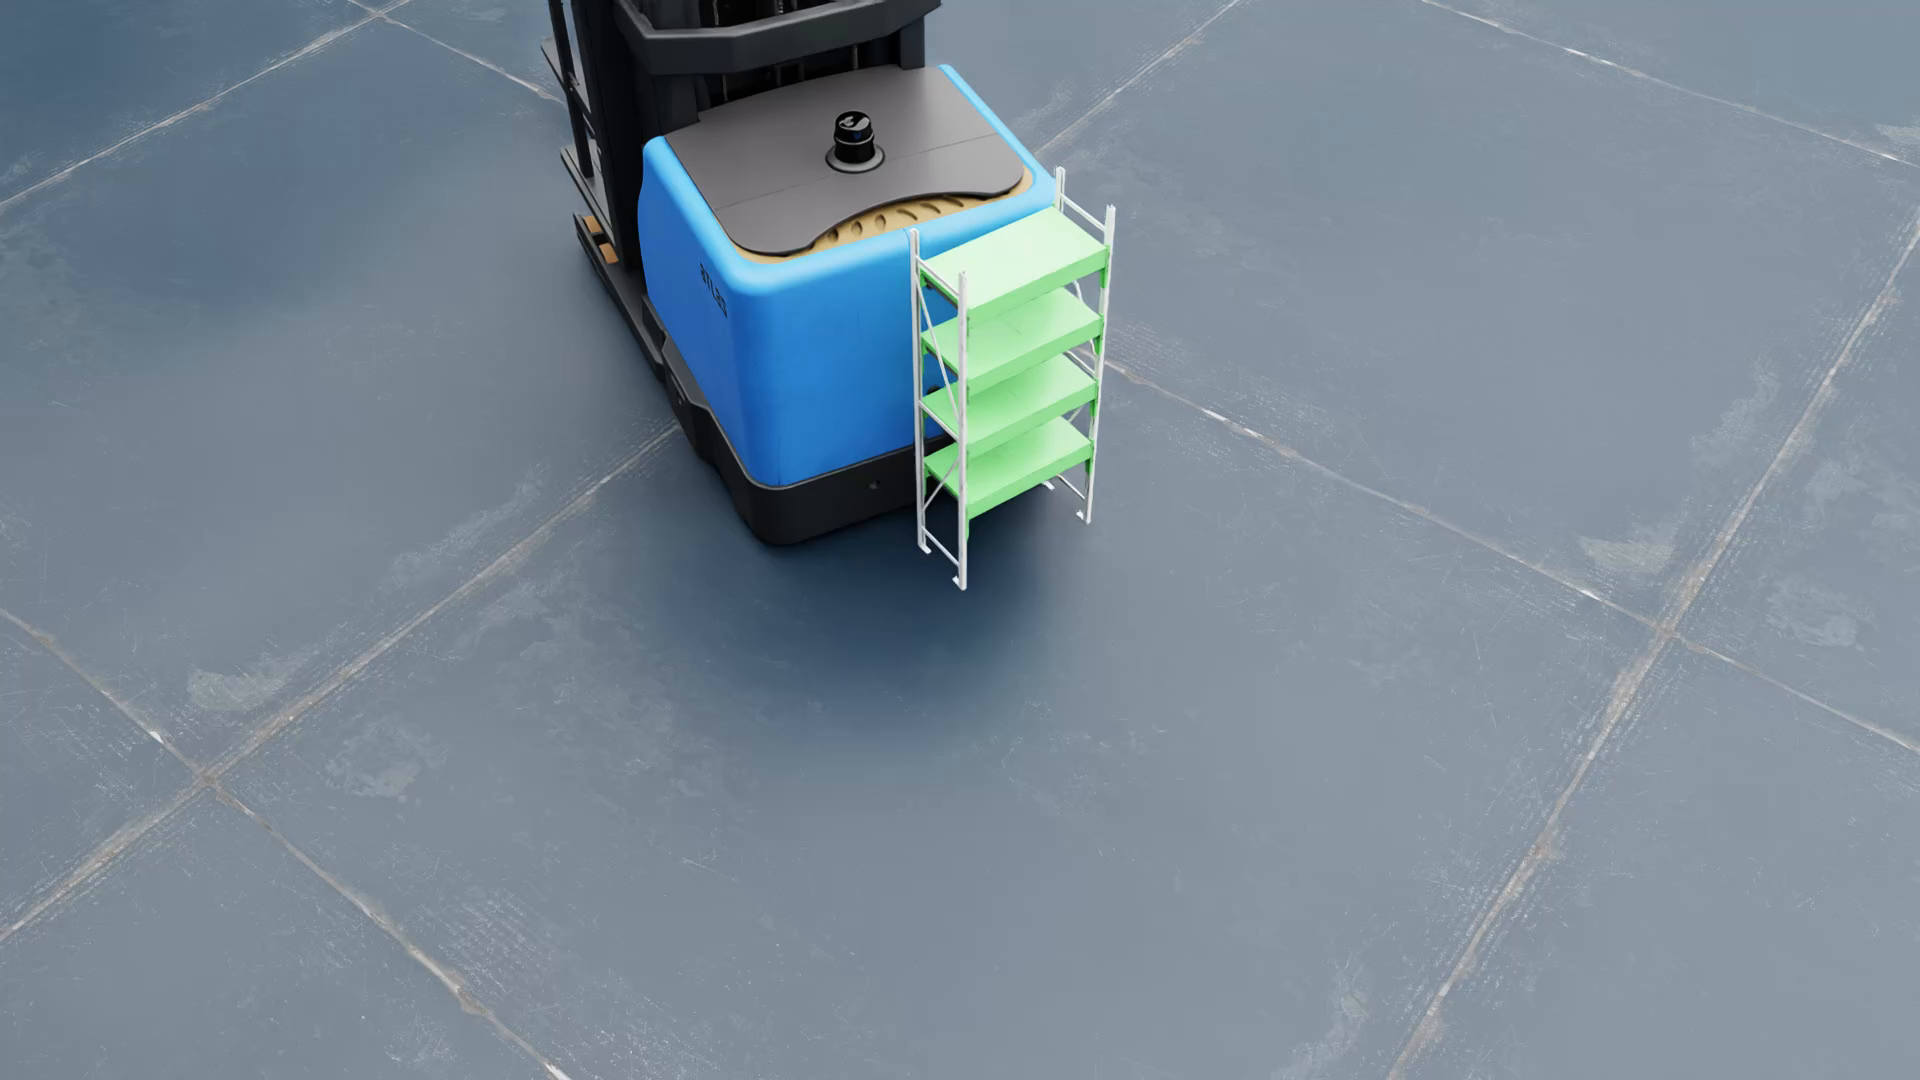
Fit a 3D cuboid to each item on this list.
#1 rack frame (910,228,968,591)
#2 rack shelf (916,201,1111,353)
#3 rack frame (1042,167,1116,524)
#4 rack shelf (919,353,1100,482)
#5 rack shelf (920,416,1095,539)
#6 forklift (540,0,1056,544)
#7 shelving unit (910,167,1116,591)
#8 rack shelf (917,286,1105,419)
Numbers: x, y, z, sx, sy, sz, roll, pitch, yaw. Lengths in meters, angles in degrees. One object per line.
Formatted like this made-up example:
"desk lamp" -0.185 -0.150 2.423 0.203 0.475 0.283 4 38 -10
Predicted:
"rack frame" -0.056 -0.332 4.738 0.015 1.200 0.240 -27 52 -24
"rack shelf" 0.142 -0.723 4.535 0.480 0.148 0.258 -27 52 -24
"rack frame" 0.340 -0.538 4.934 0.015 1.200 0.240 -27 52 -24
"rack shelf" 0.142 -0.391 4.882 0.480 0.148 0.258 -27 52 -24
"rack shelf" 0.142 -0.225 5.056 0.480 0.148 0.258 -27 52 -24
"forklift" -0.787 -2.073 5.203 1.130 2.935 3.031 -19 49 -18
"shelving unit" 0.142 -0.435 4.836 0.503 1.200 0.258 -27 52 -24
"rack shelf" 0.142 -0.557 4.709 0.480 0.148 0.258 -27 52 -24
